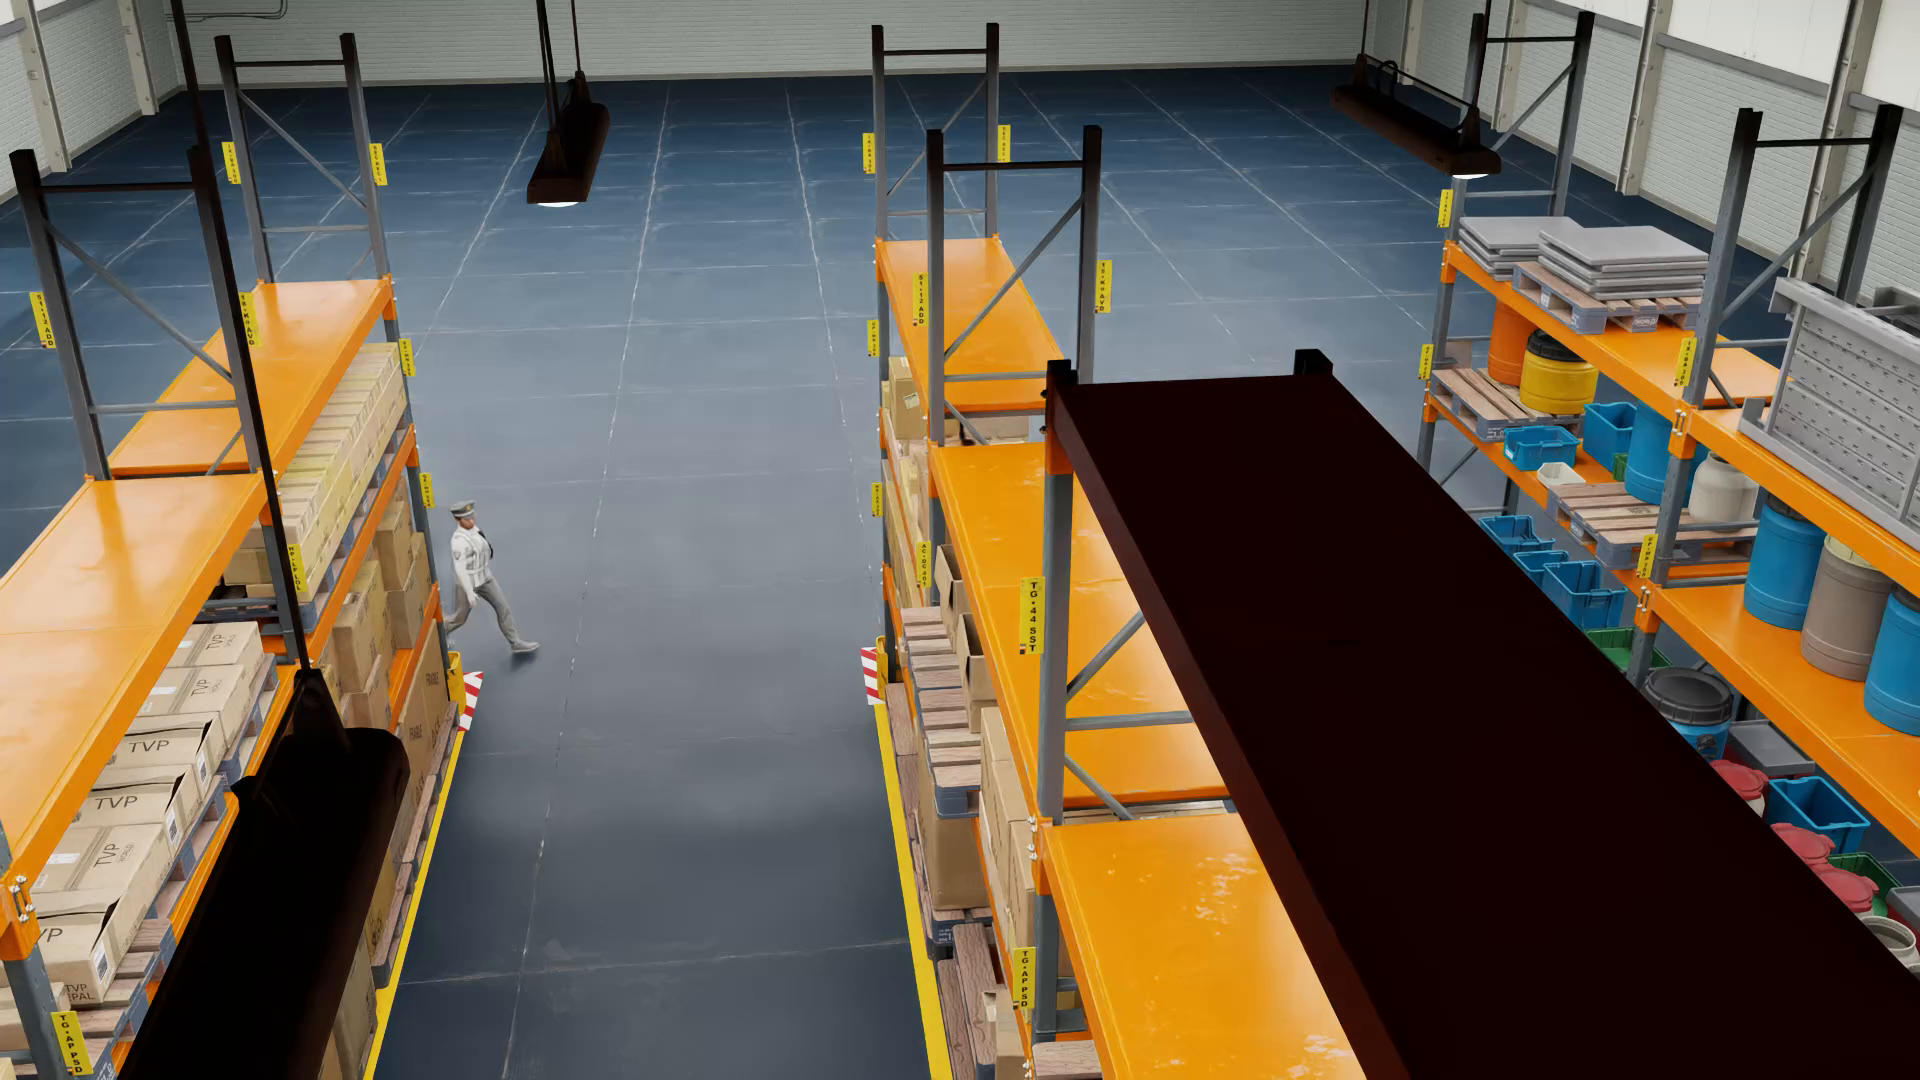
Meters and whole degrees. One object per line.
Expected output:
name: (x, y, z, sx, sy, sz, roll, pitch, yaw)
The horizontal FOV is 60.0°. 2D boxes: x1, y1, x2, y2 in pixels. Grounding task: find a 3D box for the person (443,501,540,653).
person: (-4.639, 0.376, 15.828, 1.064, 1.621, 0.553, 5, 26, 11)
